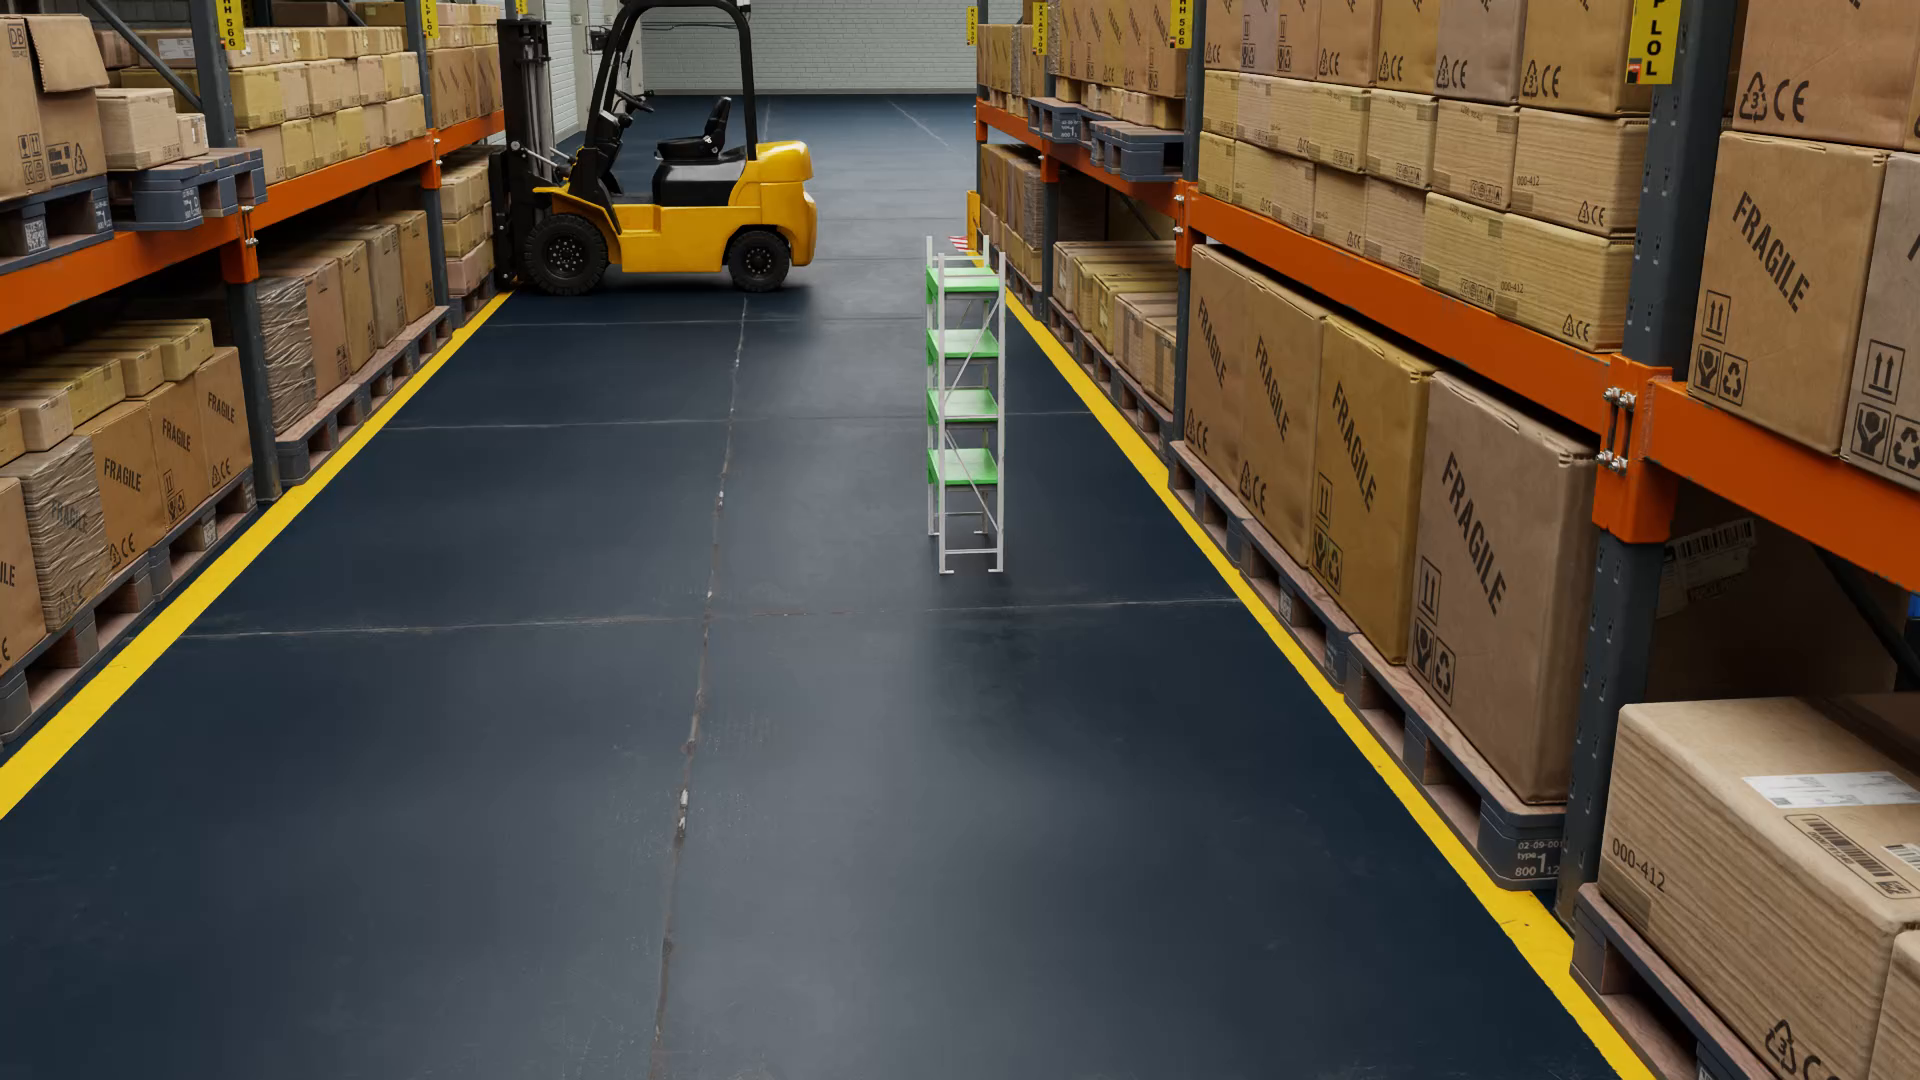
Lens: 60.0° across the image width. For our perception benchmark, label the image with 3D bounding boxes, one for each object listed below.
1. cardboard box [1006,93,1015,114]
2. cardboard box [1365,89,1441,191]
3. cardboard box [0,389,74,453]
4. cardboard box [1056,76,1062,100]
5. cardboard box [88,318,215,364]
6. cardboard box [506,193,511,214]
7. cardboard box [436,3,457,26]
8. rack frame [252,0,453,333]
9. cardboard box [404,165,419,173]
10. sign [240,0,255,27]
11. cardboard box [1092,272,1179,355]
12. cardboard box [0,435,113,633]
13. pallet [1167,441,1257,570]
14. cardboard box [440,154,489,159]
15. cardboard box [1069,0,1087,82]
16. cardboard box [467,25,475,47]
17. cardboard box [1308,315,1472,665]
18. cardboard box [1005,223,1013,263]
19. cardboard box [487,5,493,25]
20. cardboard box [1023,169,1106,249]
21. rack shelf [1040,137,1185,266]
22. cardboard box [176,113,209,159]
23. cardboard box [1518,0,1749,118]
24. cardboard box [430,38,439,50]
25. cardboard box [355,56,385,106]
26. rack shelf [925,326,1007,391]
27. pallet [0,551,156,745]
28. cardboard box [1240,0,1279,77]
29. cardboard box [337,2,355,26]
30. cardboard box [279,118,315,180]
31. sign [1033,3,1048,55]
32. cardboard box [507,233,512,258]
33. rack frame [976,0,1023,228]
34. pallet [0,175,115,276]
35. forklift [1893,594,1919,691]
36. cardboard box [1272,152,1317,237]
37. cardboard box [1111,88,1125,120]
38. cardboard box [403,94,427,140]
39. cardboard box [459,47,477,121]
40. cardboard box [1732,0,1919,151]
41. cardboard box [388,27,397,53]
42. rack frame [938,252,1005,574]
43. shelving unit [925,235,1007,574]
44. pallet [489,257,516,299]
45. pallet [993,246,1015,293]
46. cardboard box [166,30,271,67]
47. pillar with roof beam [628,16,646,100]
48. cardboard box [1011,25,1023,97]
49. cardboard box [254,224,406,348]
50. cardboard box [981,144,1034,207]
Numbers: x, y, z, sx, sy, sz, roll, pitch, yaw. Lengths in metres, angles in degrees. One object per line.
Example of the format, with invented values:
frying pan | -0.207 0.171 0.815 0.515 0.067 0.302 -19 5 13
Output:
cardboard box | 0.561 -3.358 12.785 0.380 0.149 0.250 -2 18 -5
cardboard box | 1.484 -1.146 4.737 0.500 0.250 0.500 -1 17 -4
cardboard box | -3.048 -0.372 5.244 0.380 0.149 0.250 -3 18 -8
cardboard box | 0.807 -2.842 10.441 0.380 0.149 0.250 -2 17 -5
cardboard box | -3.157 -0.768 6.505 0.380 0.149 0.250 -3 18 -8
cardboard box | -3.809 -2.662 13.204 0.500 0.250 0.500 -2 18 -7
cardboard box | -3.687 -3.616 11.440 0.380 0.149 0.250 -1 17 -4
rack frame | -3.873 -2.782 10.530 1.000 3.000 0.127 -2 18 -6
cardboard box | -4.222 -2.590 12.138 0.500 0.250 0.500 -2 18 -5
sign | -4.425 -3.215 10.333 0.100 0.325 0.005 -2 18 -6
cardboard box | 1.272 -1.306 9.514 0.950 0.372 0.625 -1 17 -4
cardboard box | -3.033 -0.019 5.202 0.500 0.500 0.500 -2 18 -8
pallet | 1.483 -0.177 6.888 1.003 0.211 1.213 -2 18 -6
cardboard box | -3.807 -2.910 13.157 0.500 0.250 0.500 -2 17 -5
cardboard box | 0.917 -2.881 9.481 0.500 0.500 0.500 -2 18 -6
cardboard box | -3.784 -3.703 12.216 0.380 0.149 0.250 -2 18 -7
cardboard box | 1.645 -0.191 5.123 0.875 0.875 0.875 -1 17 -4
cardboard box | 0.623 -2.303 12.893 0.500 0.250 0.500 -2 17 -5
cardboard box | -3.839 -4.072 12.894 0.380 0.149 0.250 -1 17 -4
cardboard box | 0.736 -2.351 11.794 0.500 0.500 0.500 -2 18 -6
rack shelf | 1.270 -1.997 9.232 1.077 0.370 4.000 -2 18 -6
cardboard box | -3.011 -1.487 6.123 0.380 0.149 0.250 -1 17 -5
cardboard box | 1.593 -1.203 3.665 0.500 0.500 0.500 -1 17 -4
cardboard box | -3.672 -3.319 10.992 0.380 0.149 0.250 -1 17 -4
cardboard box | -3.461 -2.505 9.064 0.500 0.250 0.500 -1 17 -5
rack shelf | 0.017 -0.691 6.288 0.258 0.148 0.480 -2 18 -6
pallet | -3.298 0.327 5.285 1.003 0.211 1.213 -2 18 -6
cardboard box | 1.345 -1.967 6.100 0.500 0.500 0.500 -2 18 -5
cardboard box | -4.191 -3.443 10.889 0.380 0.149 0.250 -2 18 -7
cardboard box | -3.310 -1.808 7.680 0.500 0.250 0.500 -2 18 -7
sign | 0.525 -3.330 10.832 0.100 0.325 0.005 -2 18 -6
cardboard box | -3.762 -2.280 12.821 0.500 0.250 0.500 -1 17 -4
rack frame | 0.652 -4.128 14.818 1.000 3.000 0.127 -2 18 -6
pallet | -3.255 -0.919 4.918 1.003 0.211 1.213 -2 18 -6
forklift | 3.003 -1.336 6.039 1.130 2.935 3.031 -3 18 -9
cardboard box | 1.396 -1.211 5.776 0.500 0.250 0.500 -1 17 -4
cardboard box | 0.978 -2.224 8.470 0.380 0.149 0.250 -1 17 -5
cardboard box | -3.560 -2.568 10.100 0.500 0.250 0.500 -1 17 -4
cardboard box | -3.782 -3.275 11.935 0.500 0.500 0.500 -2 18 -6
cardboard box | 1.698 -0.928 2.790 0.500 0.500 0.500 -2 18 -5
cardboard box | -3.572 -2.968 9.873 0.380 0.149 0.250 -2 18 -6
rack frame | 0.042 -0.450 6.109 0.240 1.200 0.015 -2 18 -6
shelving unit | 0.017 -0.523 6.340 0.258 1.200 0.503 -2 18 -6
pallet | -4.042 -2.054 12.867 1.003 0.211 1.213 -2 18 -6
pallet | 0.831 -2.169 13.234 1.003 0.211 1.213 -2 18 -6
cardboard box | -3.229 -2.131 7.207 0.380 0.149 0.250 -1 17 -4
pillar with roof beam | -3.922 -15.672 41.572 9.100 9.000 0.400 -2 18 -6
cardboard box | 0.653 -3.558 12.340 0.500 0.500 0.500 -1 17 -4
cardboard box | -3.735 -1.463 9.592 0.875 0.625 0.625 -2 18 -6
cardboard box | 0.463 -3.118 14.240 0.500 0.500 0.500 -2 18 -7
